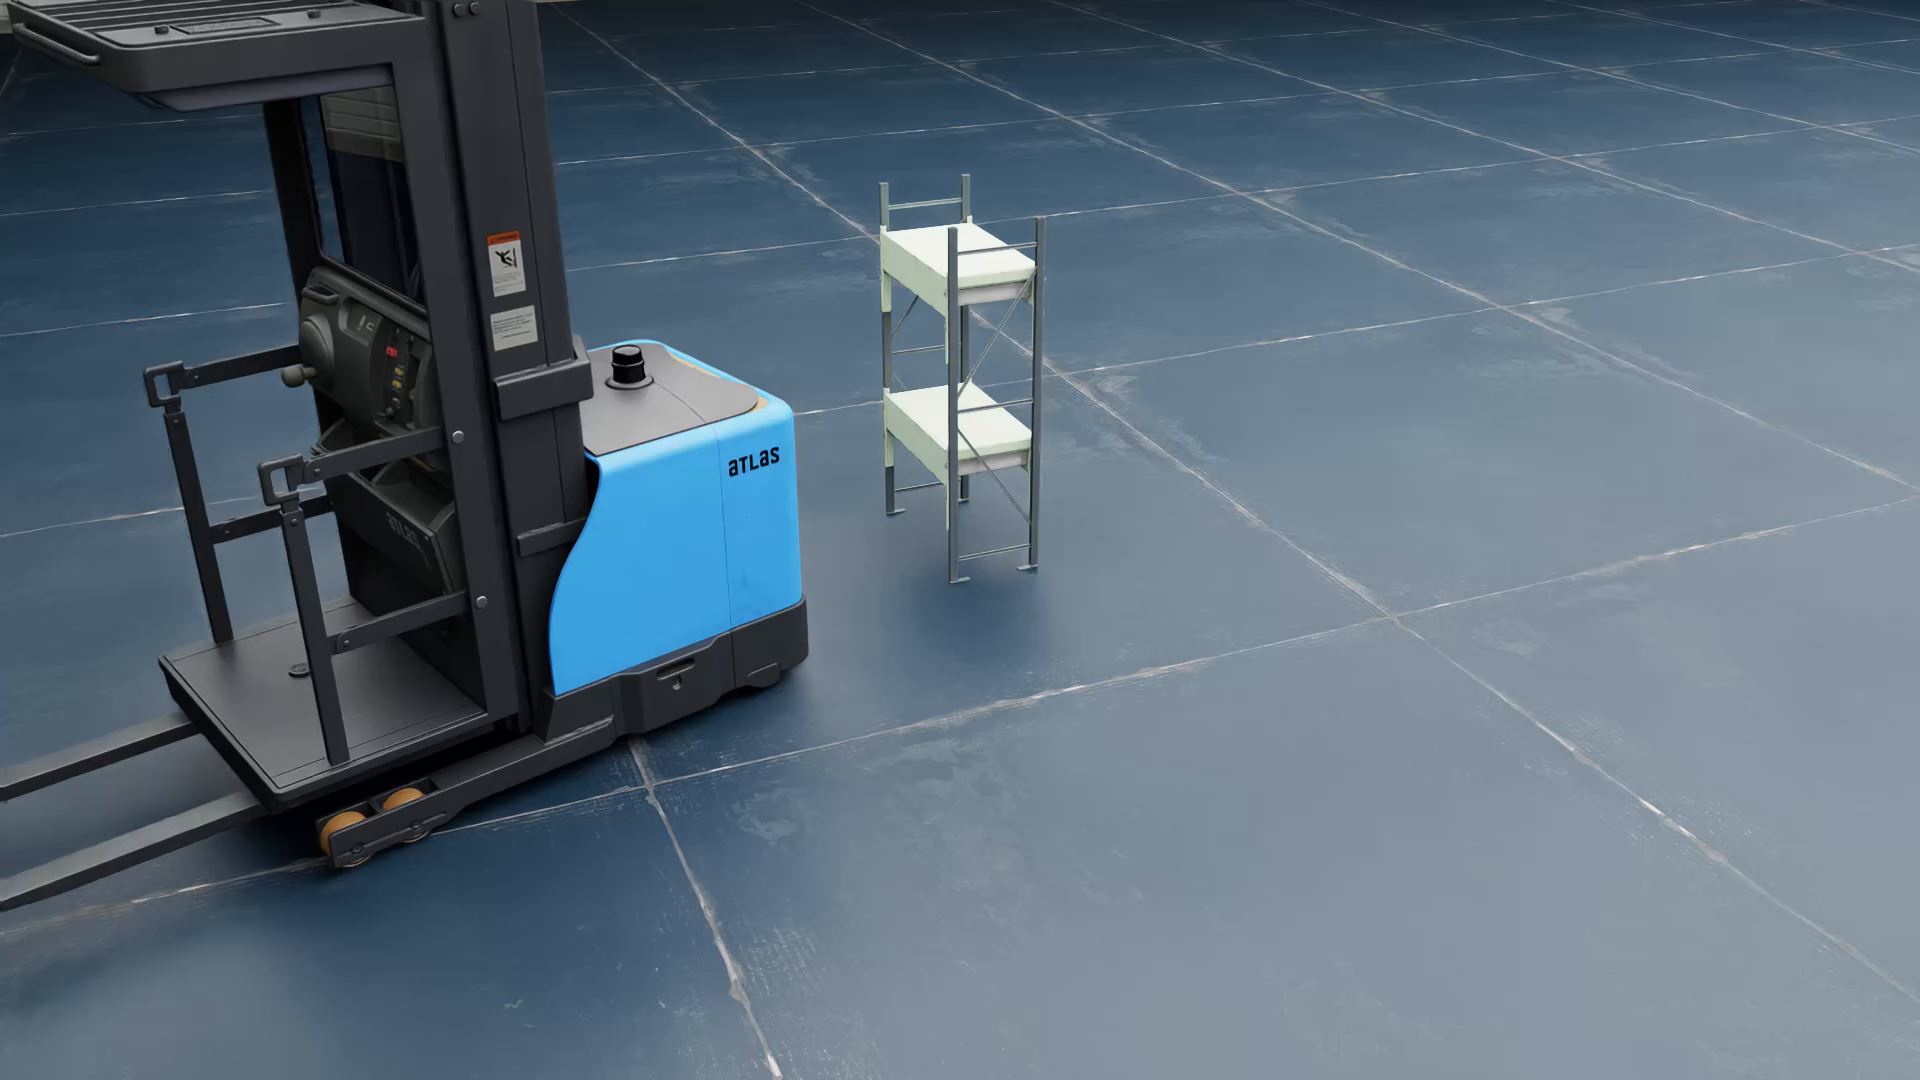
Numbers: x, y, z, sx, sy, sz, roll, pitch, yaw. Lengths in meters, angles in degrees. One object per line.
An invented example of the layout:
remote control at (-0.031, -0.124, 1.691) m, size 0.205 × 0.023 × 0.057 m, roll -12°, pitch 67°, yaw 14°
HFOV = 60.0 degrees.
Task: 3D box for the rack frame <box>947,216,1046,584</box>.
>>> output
rack frame at (0.141, -0.529, 6.624) m, size 0.400 × 1.500 × 0.023 m, roll -11°, pitch 28°, yaw -21°

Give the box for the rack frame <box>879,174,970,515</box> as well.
rack frame at (-0.146, -0.824, 7.229) m, size 0.400 × 1.500 × 0.023 m, roll -11°, pitch 28°, yaw -21°

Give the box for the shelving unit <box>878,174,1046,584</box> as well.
shelving unit at (-0.003, -0.677, 6.926) m, size 0.431 × 1.500 × 0.755 m, roll -11°, pitch 28°, yaw -21°

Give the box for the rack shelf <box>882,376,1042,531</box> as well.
rack shelf at (-0.003, -0.384, 7.069) m, size 0.431 × 0.370 × 0.720 m, roll -11°, pitch 28°, yaw -21°

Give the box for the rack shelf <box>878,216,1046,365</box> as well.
rack shelf at (-0.003, -1.027, 6.755) m, size 0.431 × 0.370 × 0.720 m, roll -11°, pitch 28°, yaw -21°

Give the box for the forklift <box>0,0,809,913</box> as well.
forklift at (-2.011, -0.562, 5.060) m, size 3.031 × 2.935 × 1.130 m, roll -21°, pitch 33°, yaw -36°
